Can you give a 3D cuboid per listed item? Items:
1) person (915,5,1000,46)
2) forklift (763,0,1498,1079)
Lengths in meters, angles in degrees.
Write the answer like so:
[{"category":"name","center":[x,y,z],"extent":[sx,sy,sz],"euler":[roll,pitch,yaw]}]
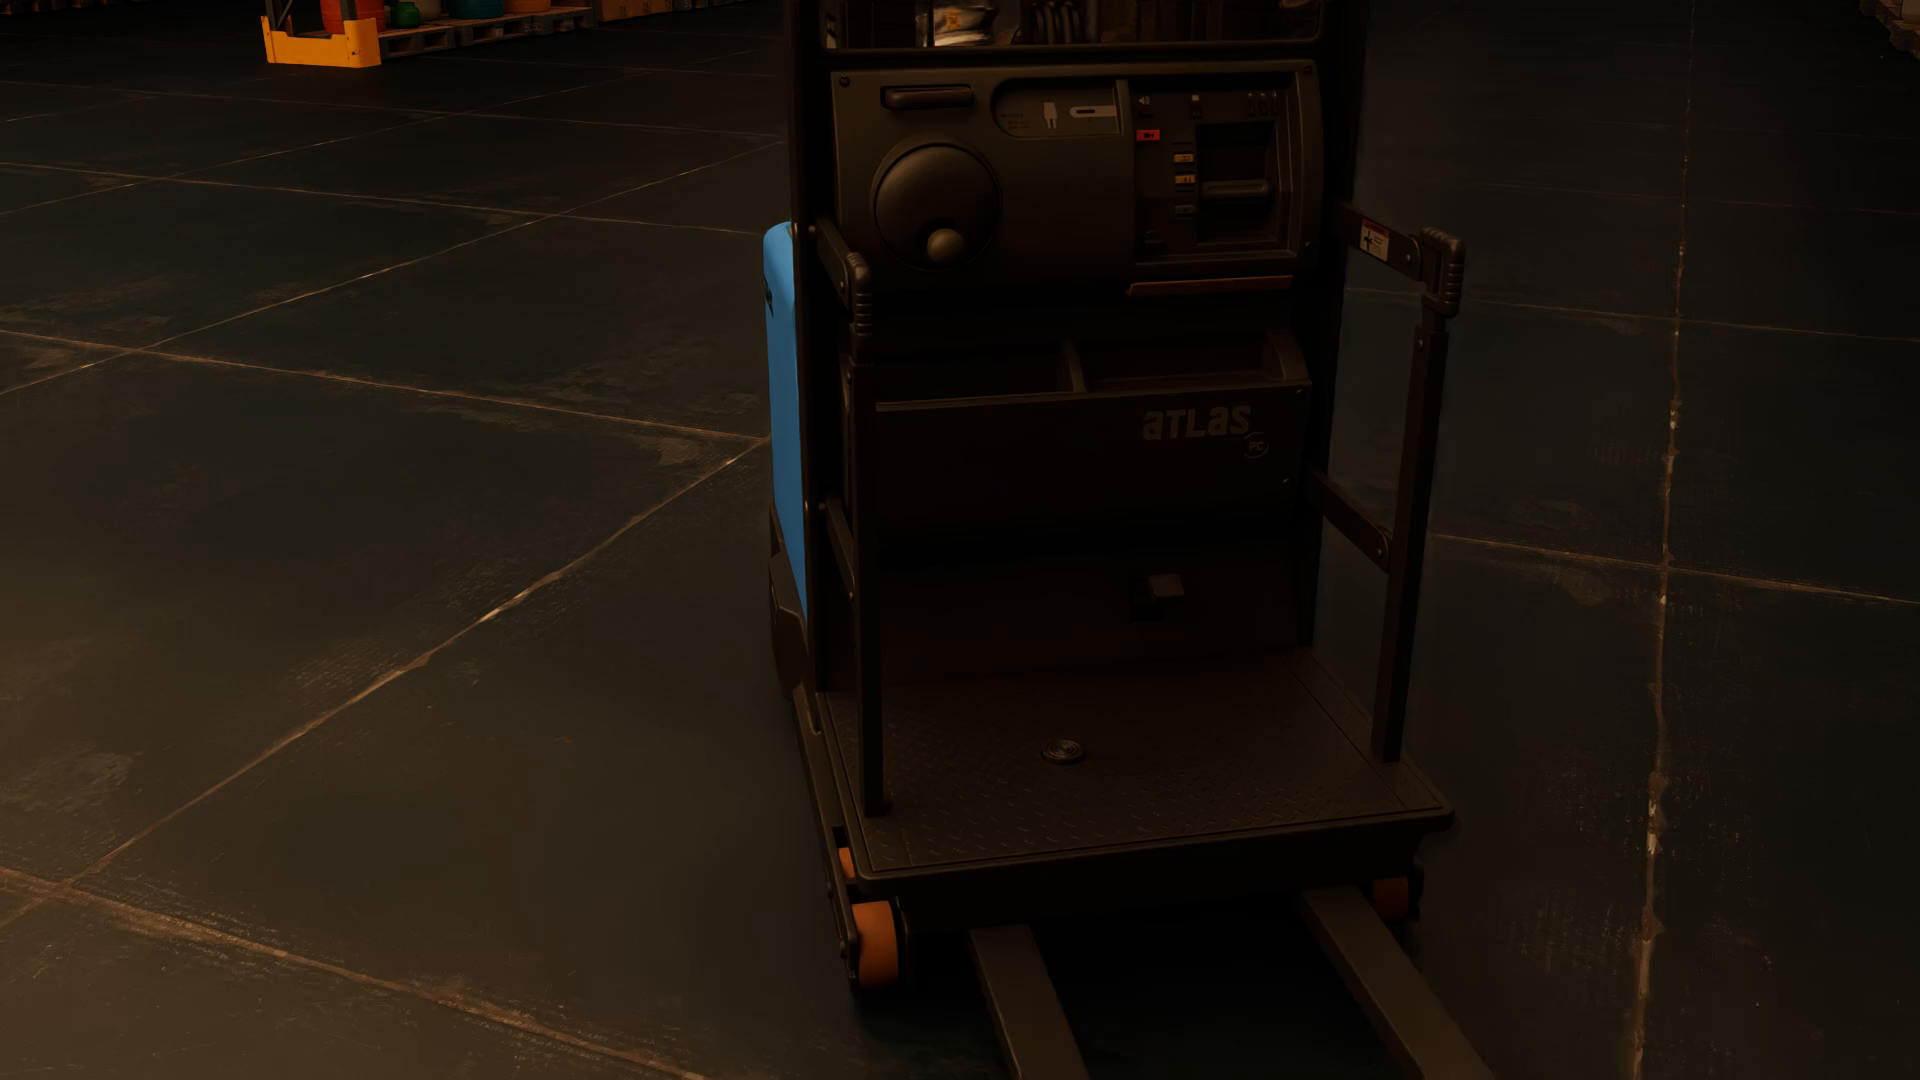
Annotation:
[{"category":"person","center":[0.005,-0.673,4.649],"extent":[0.732,1.581,0.461],"euler":[-1,23,-4]},{"category":"forklift","center":[0.273,-0.671,2.898],"extent":[1.130,2.935,3.031],"euler":[-4,23,-10]}]
